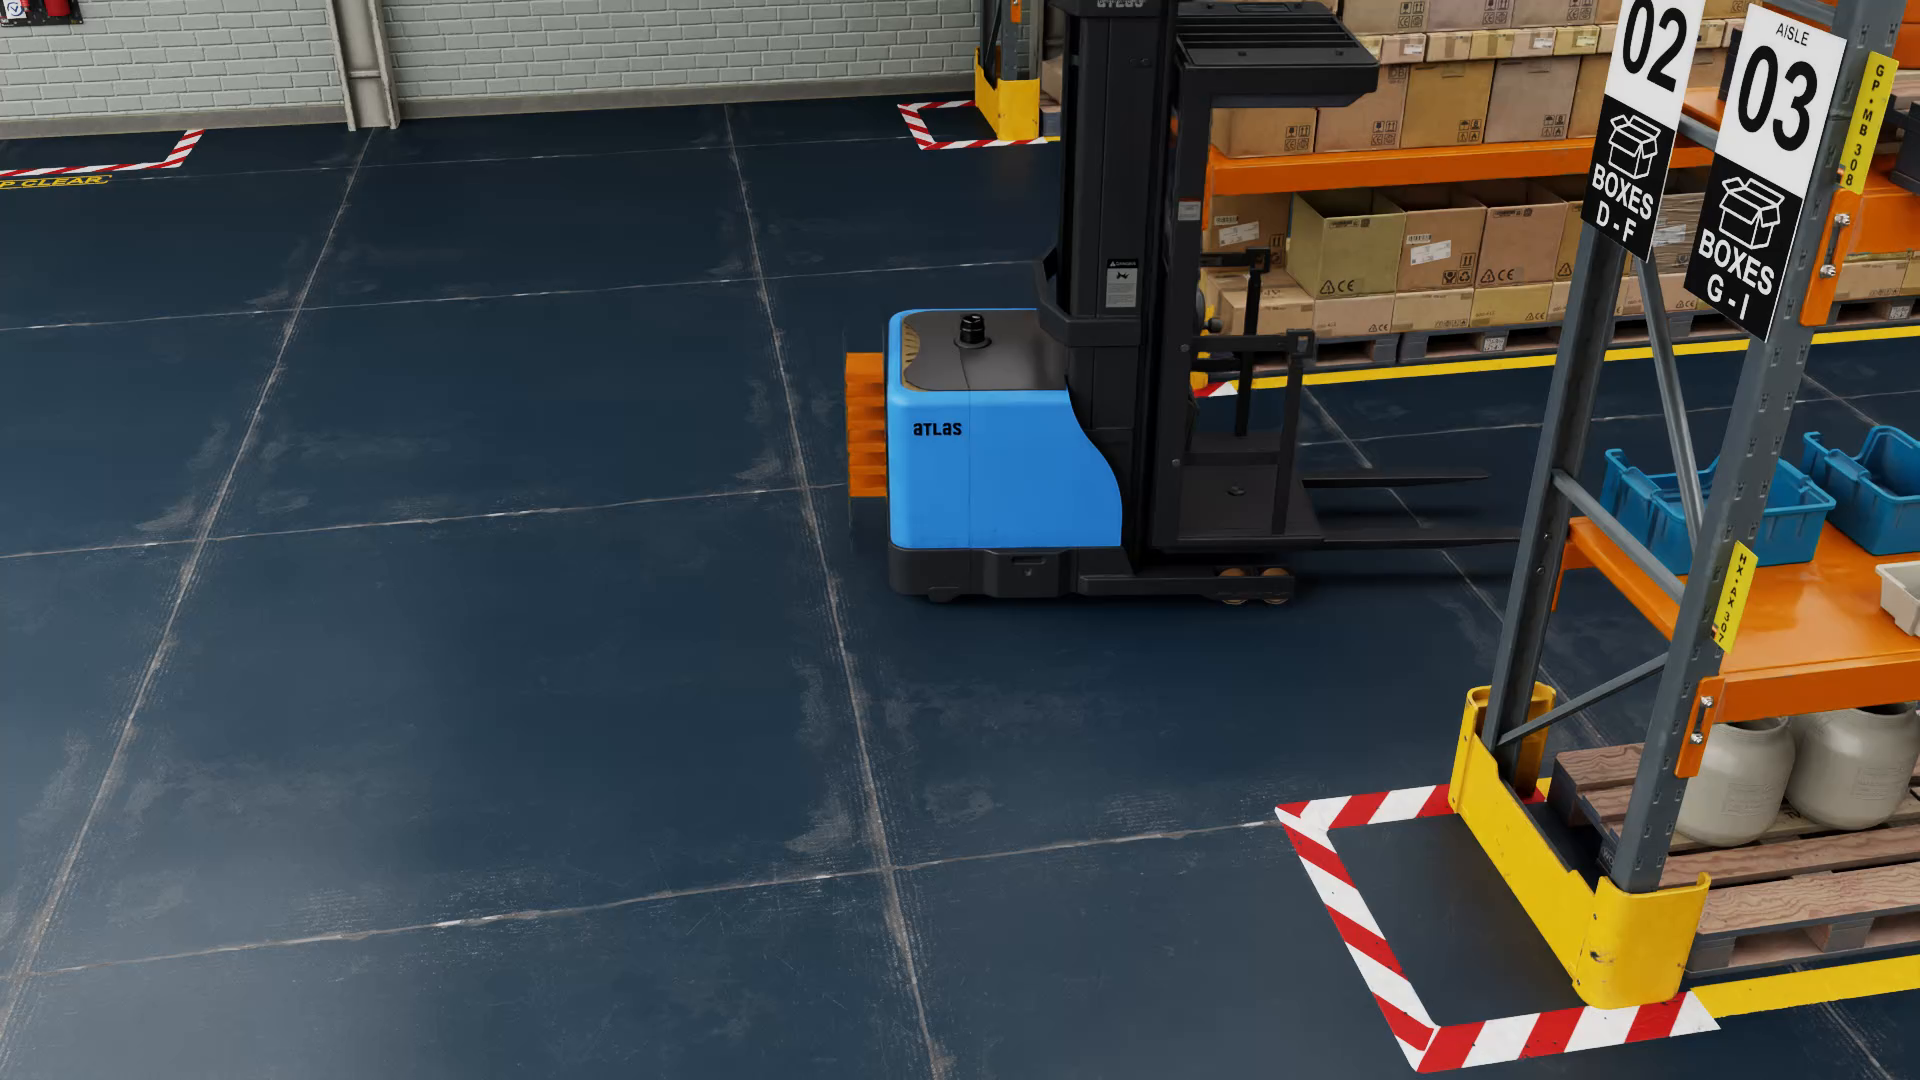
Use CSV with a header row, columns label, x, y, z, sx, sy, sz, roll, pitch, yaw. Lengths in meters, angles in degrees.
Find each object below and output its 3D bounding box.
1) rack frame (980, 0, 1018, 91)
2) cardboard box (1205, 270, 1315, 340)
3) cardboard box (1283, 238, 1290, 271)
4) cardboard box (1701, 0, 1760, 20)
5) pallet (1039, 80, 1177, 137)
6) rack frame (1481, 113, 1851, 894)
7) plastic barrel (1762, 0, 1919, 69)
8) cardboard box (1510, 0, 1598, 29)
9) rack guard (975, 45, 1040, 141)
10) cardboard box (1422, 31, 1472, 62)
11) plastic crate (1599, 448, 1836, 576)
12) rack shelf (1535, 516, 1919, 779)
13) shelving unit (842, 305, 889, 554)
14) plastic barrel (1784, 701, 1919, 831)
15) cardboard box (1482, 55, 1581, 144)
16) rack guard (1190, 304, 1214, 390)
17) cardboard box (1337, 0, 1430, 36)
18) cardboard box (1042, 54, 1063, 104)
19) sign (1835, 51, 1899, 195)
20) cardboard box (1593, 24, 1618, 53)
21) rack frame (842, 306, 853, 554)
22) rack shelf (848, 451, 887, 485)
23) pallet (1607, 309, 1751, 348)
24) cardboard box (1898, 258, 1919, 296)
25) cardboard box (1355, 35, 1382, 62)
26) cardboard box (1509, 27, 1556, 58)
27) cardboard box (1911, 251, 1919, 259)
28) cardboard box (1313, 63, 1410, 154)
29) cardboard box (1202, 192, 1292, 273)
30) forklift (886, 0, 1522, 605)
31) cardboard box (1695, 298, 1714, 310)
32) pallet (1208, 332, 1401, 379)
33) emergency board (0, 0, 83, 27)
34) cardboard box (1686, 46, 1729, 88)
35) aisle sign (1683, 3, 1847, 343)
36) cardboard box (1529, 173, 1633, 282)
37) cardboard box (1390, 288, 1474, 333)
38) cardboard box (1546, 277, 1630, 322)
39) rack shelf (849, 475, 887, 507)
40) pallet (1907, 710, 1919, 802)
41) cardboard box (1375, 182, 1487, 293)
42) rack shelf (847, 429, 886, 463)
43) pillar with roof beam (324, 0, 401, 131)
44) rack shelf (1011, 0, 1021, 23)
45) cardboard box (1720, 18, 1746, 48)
label,x,y,z,sx,sy,sz,roll,pitch,yaw
rack frame,0.324,-4.930,13.674,0.127,3.000,1.000,-5,31,-9
cardboard box,1.787,-1.394,9.960,0.500,0.250,0.500,-5,31,-9
cardboard box,2.184,-1.704,10.487,0.500,0.250,0.500,-5,31,-9
cardboard box,4.222,-3.337,9.588,0.500,0.500,0.700,-5,31,-9
pallet,1.204,-3.791,14.489,1.213,0.211,1.003,-5,31,-9
rack frame,2.108,0.010,5.274,0.127,3.000,1.000,-5,31,-9
plastic barrel,2.564,-1.757,4.482,0.708,0.830,0.600,-5,31,-9
cardboard box,3.238,-3.247,9.434,0.500,0.500,0.700,-5,31,-9
rack guard,0.399,-3.859,14.320,0.348,0.500,1.175,-5,31,-9
cardboard box,2.660,-2.806,9.325,0.250,0.149,0.380,-6,31,-11
plastic crate,2.547,-0.121,5.643,0.616,0.251,0.499,-5,31,-9
rack shelf,4.076,0.137,5.767,4.000,0.370,1.077,-5,31,-9
shelving unit,-0.444,-0.513,7.939,0.189,1.200,0.258,-1,30,-1
plastic barrel,3.235,0.757,6.043,0.421,0.512,0.421,0,30,0
cardboard box,3.204,-2.682,9.754,0.500,0.500,0.700,-4,31,-7
rack guard,1.196,-1.381,10.105,0.348,0.500,1.175,-5,31,-9
cardboard box,2.250,-3.154,9.277,0.500,0.500,0.700,-6,31,-10
cardboard box,1.021,-3.979,14.276,0.500,0.311,0.500,-9,32,-15
sign,2.203,-1.012,4.044,0.005,0.325,0.100,-5,31,-9
cardboard box,3.676,-2.901,9.486,0.250,0.149,0.380,-4,31,-7
rack frame,-0.535,-0.512,7.937,0.006,1.200,0.240,-1,30,-1
rack shelf,-0.444,-0.371,8.022,0.180,0.103,0.258,-1,30,-1
pallet,4.365,-1.572,10.715,1.213,0.211,1.003,-5,31,-9
cardboard box,6.099,-1.780,10.617,0.500,0.250,0.500,-5,31,-8
cardboard box,2.150,-2.759,9.244,0.250,0.149,0.380,-5,31,-9
cardboard box,3.157,-2.851,9.401,0.250,0.149,0.380,-5,31,-8
cardboard box,6.099,-2.020,10.470,0.500,0.311,0.500,-6,31,-10
cardboard box,2.197,-2.590,9.597,0.500,0.500,0.700,-5,31,-8
cardboard box,1.694,-1.977,10.211,0.500,0.500,0.500,-5,31,-9
forklift,1.173,-1.232,7.453,3.031,2.935,1.130,-1,30,-1
cardboard box,4.738,-1.670,10.429,0.500,0.250,0.500,-5,31,-9
pallet,1.965,-1.349,10.336,1.213,0.211,1.003,-5,31,-9
emergency board,-7.483,-4.671,13.234,0.643,1.169,0.194,-5,31,-9
cardboard box,4.202,-2.773,9.909,0.500,0.500,0.700,-6,31,-9
aisle sign,2.090,-0.958,4.356,0.004,0.787,0.394,-5,31,-9
cardboard box,3.753,-1.906,10.090,0.500,0.500,0.500,-5,31,-9
cardboard box,2.771,-1.487,10.118,0.500,0.250,0.500,-5,31,-9
cardboard box,3.755,-1.576,10.270,0.500,0.250,0.500,-5,31,-9
rack shelf,-0.444,-0.268,8.083,0.180,0.103,0.258,-1,30,-1
pallet,4.172,1.000,6.341,1.213,0.211,1.003,-5,31,-9
cardboard box,2.768,-1.816,9.938,0.500,0.500,0.500,-5,31,-9
rack shelf,-0.444,-0.475,7.961,0.180,0.103,0.258,-1,30,-1
pillar with roof beam,-4.270,-5.317,8.414,0.400,9.000,9.100,-5,31,-9
rack shelf,2.291,-4.802,14.167,4.000,0.370,1.077,-5,31,-9
cardboard box,4.425,-2.970,9.603,0.250,0.149,0.380,-6,31,-10
